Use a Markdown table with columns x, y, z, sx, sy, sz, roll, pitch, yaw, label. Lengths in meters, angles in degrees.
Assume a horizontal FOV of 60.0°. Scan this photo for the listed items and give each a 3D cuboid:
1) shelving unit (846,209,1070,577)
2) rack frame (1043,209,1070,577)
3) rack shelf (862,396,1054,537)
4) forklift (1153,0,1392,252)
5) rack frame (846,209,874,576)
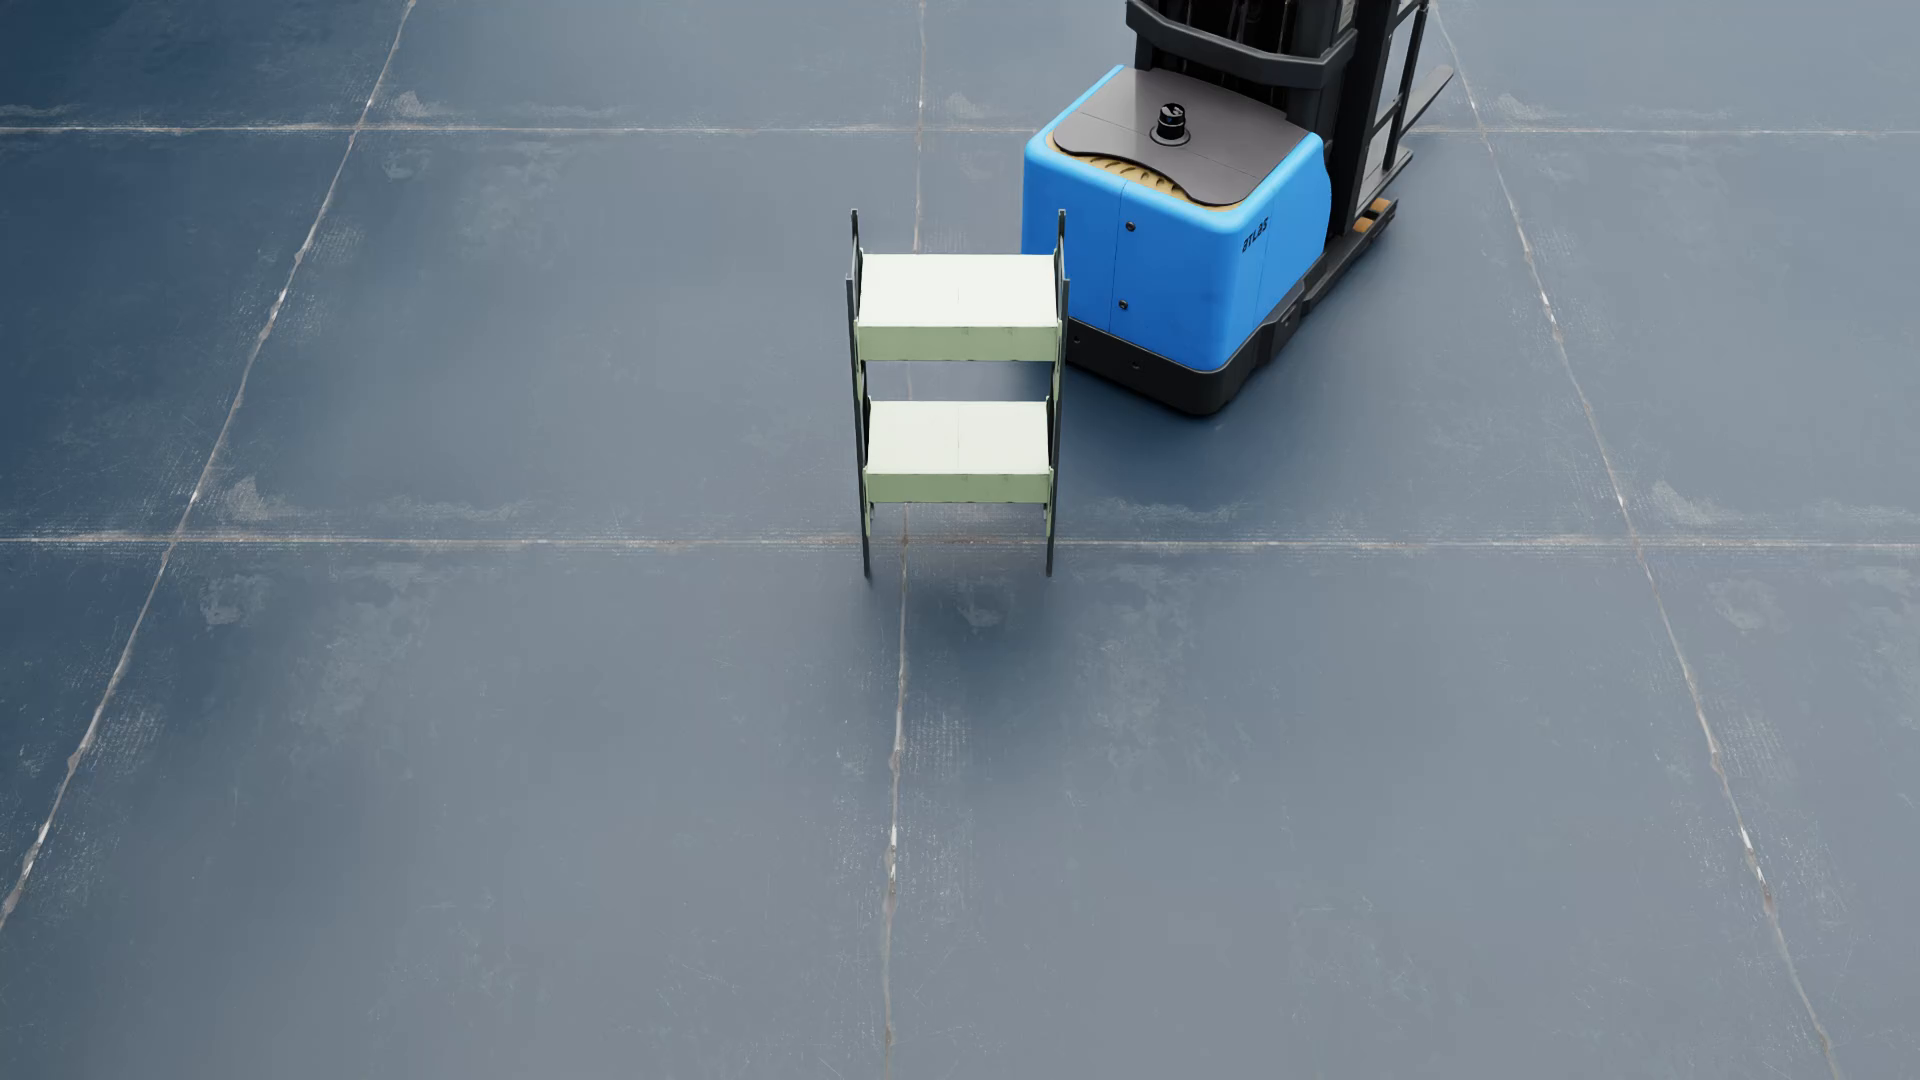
| x | y | z | sx | sy | sz | roll | pitch | yaw | label |
| --- | --- | --- | --- | --- | --- | --- | --- | --- | --- |
| 14.695 | -0.461 | 6.235 | 30.159 | 1.500 | 6.000 | 0 | 47 | 0 | shelving unit |
| 0.359 | -0.510 | 6.281 | 0.023 | 1.500 | 0.400 | 0 | 47 | 0 | rack frame |
| 14.704 | -0.157 | 6.561 | 30.141 | 0.609 | 6.000 | 0 | 47 | 0 | rack shelf |
| 20.169 | -4.350 | 4.724 | 32.329 | 9.011 | 23.333 | 27 | 53 | 23 | forklift |
| -0.373 | -0.512 | 6.283 | 0.023 | 1.500 | 0.400 | 0 | 47 | 0 | rack frame |
